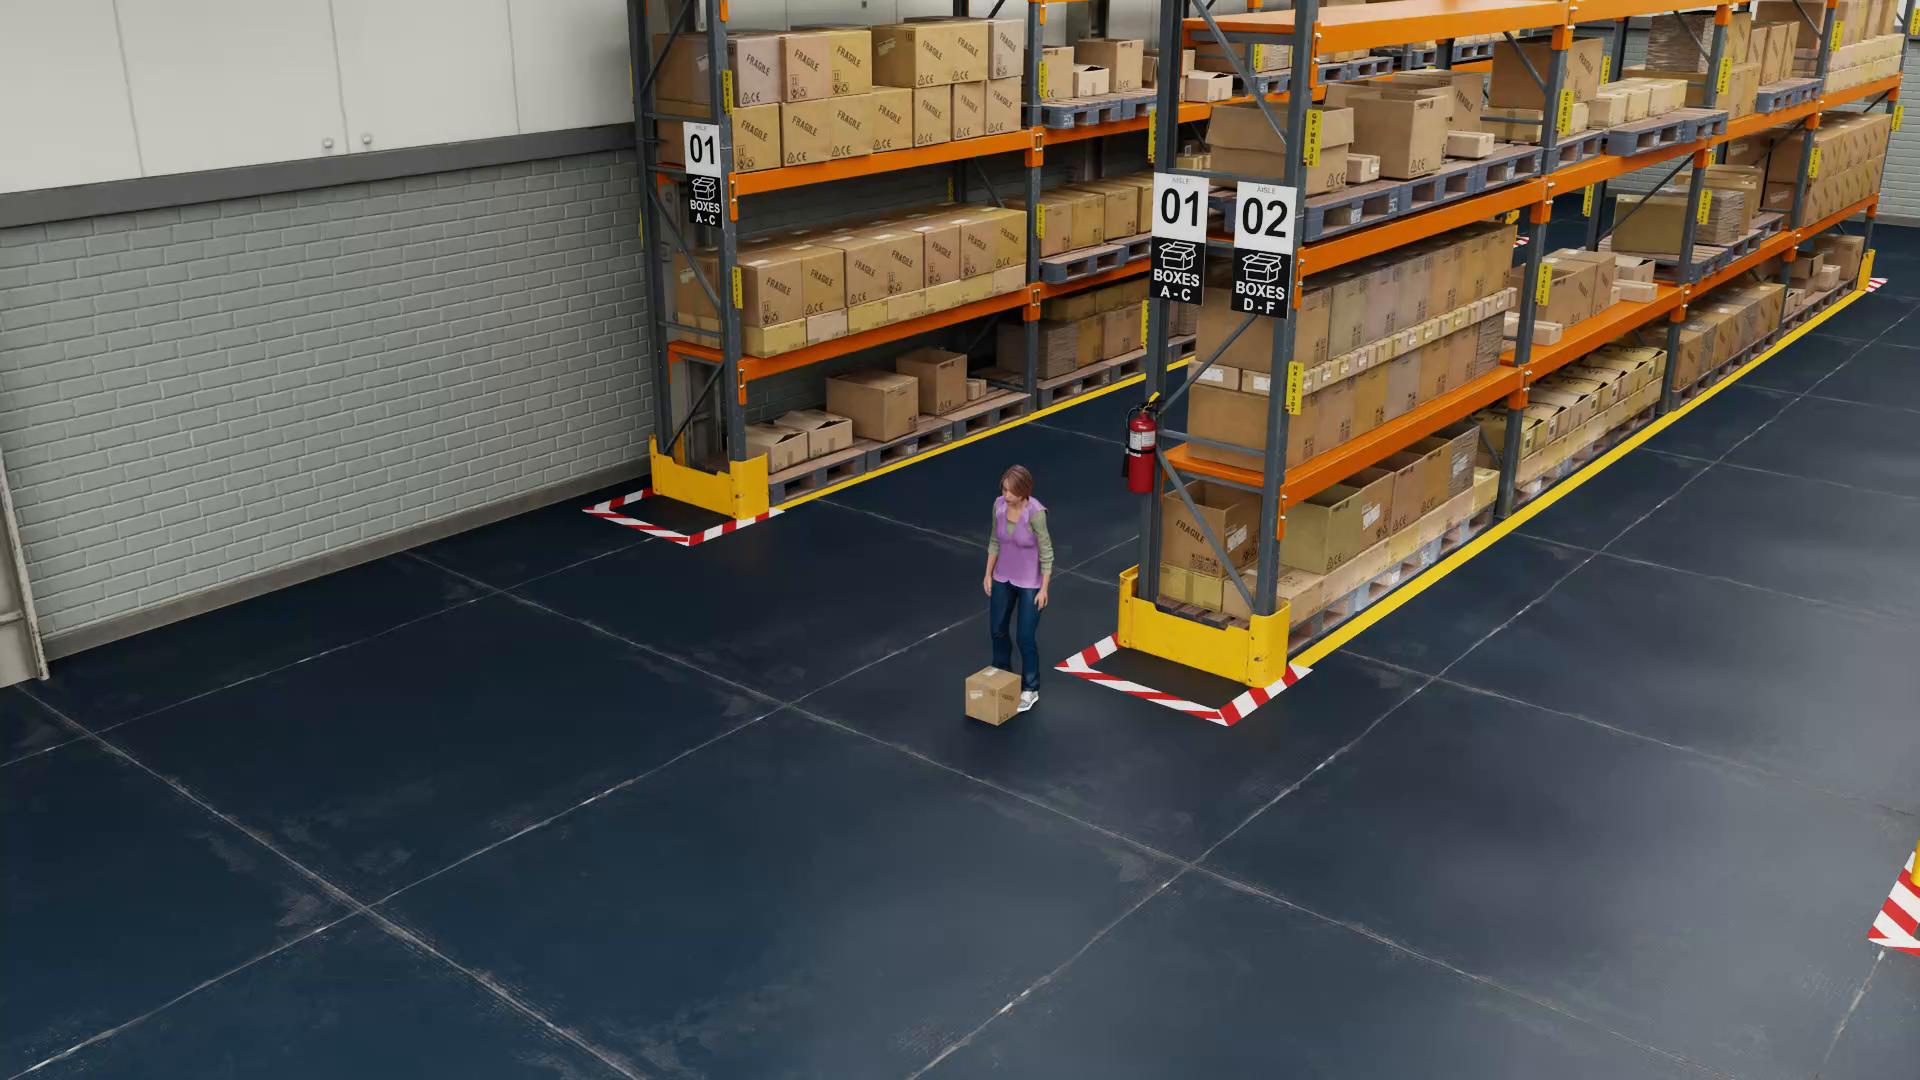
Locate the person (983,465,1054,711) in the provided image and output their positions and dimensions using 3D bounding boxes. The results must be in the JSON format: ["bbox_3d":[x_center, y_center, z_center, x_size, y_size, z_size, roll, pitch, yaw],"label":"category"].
[{"bbox_3d":[0.354,0.279,10.349,0.483,1.592,0.347,14,25,33],"label":"person"}]
